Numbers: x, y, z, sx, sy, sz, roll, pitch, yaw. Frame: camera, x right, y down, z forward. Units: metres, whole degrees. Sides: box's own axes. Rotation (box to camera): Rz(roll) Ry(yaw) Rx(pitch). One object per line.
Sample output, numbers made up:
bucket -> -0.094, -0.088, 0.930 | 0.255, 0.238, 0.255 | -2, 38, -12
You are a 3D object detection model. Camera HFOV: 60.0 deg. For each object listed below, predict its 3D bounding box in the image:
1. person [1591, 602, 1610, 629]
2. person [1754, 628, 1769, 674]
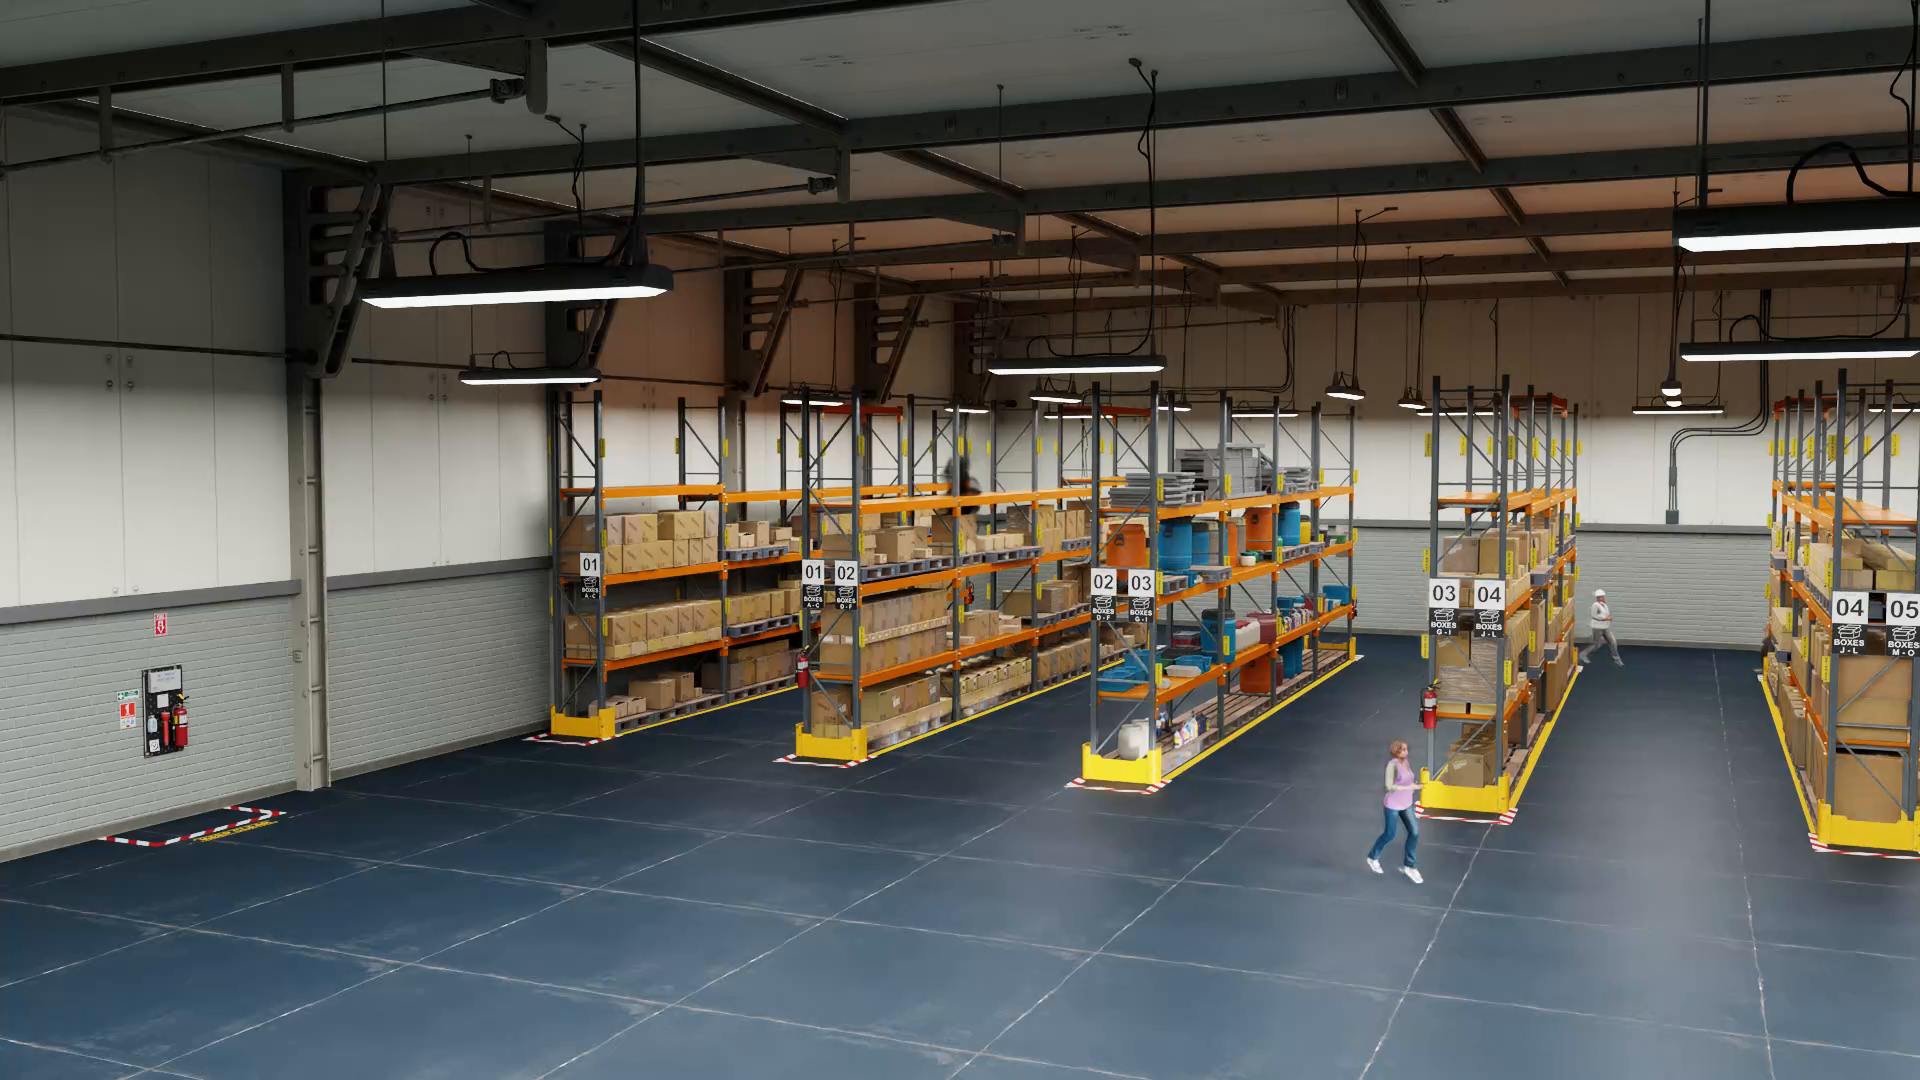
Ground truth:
person -> 14.666, 1.712, 38.060 | 0.448, 0.616, 0.352 | -3, 4, -42
person -> 18.010, 2.129, 36.720 | 0.773, 1.711, 0.706 | 1, 3, 16
